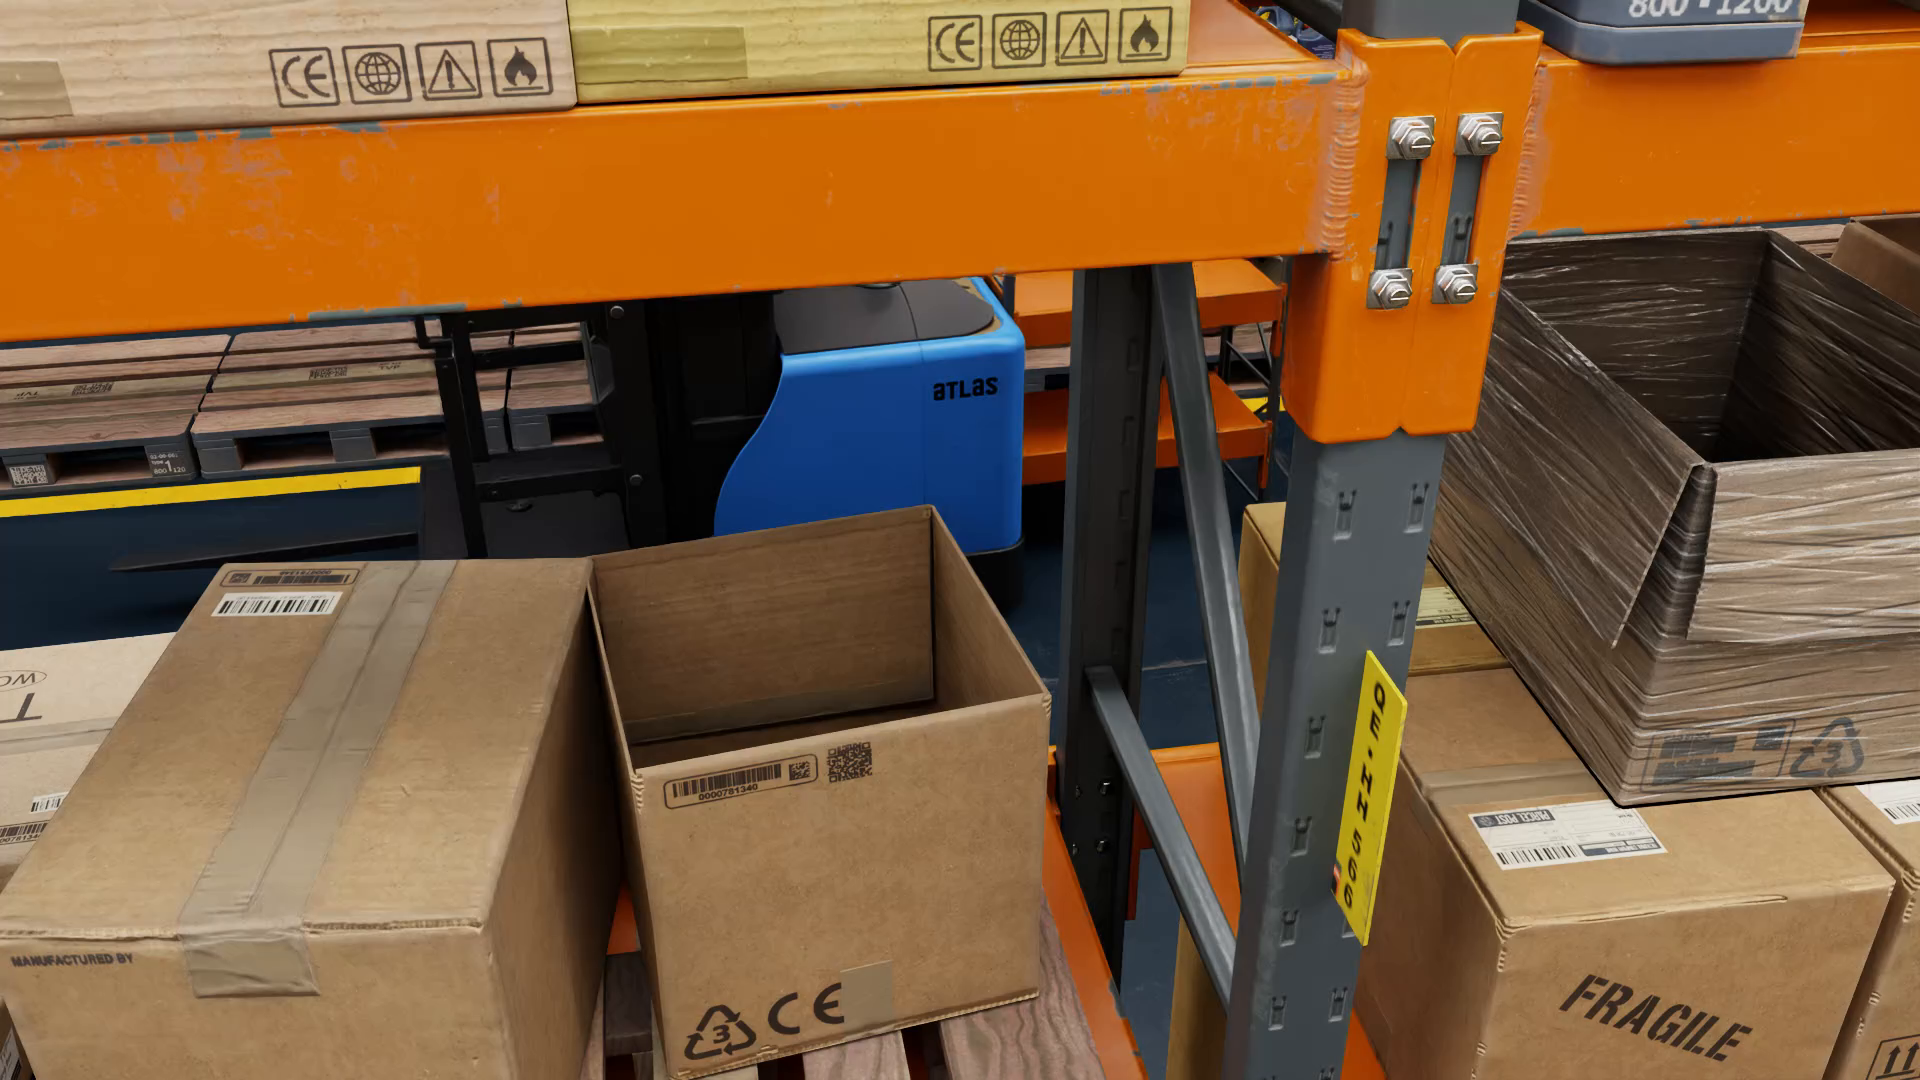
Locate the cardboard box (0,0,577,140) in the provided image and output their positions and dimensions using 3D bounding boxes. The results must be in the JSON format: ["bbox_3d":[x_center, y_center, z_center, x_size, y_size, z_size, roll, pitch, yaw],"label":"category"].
[{"bbox_3d":[-0.588,-0.540,1.397,0.500,0.250,0.500,-5,31,-9],"label":"cardboard box"}]

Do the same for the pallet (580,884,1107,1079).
[{"bbox_3d":[-0.360,0.672,2.337,1.003,0.211,1.213,-5,31,-9],"label":"pallet"}]

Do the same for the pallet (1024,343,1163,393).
[{"bbox_3d":[0.197,-0.889,7.554,1.213,0.211,1.003,-5,31,-9],"label":"pallet"}]

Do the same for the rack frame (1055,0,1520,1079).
[{"bbox_3d":[0.322,0.473,2.487,0.053,2.616,0.949,-5,31,-9],"label":"rack frame"}]

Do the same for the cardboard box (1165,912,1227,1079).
[{"bbox_3d":[1.004,1.153,3.011,0.875,0.875,1.225,-7,31,-11],"label":"cardboard box"}]

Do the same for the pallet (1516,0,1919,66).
[{"bbox_3d":[0.945,-0.826,1.922,1.003,0.211,1.213,-4,31,-7],"label":"pallet"}]

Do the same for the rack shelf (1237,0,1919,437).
[{"bbox_3d":[2.289,-0.695,2.222,4.000,0.370,1.077,-5,31,-9],"label":"rack shelf"}]

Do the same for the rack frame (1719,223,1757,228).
[{"bbox_3d":[3.364,-2.364,7.310,0.127,3.000,1.000,-5,31,-9],"label":"rack frame"}]

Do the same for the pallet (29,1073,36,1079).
[{"bbox_3d":[-1.618,0.755,2.196,1.213,0.211,1.003,-5,31,-9],"label":"pallet"}]

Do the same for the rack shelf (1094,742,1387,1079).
[{"bbox_3d":[2.289,0.598,2.983,4.000,0.370,1.077,-5,31,-9],"label":"rack shelf"}]

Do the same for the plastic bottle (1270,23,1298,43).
[{"bbox_3d":[1.278,-1.950,6.729,0.135,0.276,0.152,-5,31,-9],"label":"plastic bottle"}]

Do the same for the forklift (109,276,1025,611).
[{"bbox_3d":[-1.353,-1.033,5.115,3.031,2.935,1.130,-8,31,-13],"label":"forklift"}]

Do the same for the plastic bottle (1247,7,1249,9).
[{"bbox_3d":[1.199,-2.301,7.319,0.133,0.283,0.061,-5,31,-9],"label":"plastic bottle"}]

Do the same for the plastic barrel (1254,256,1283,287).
[{"bbox_3d":[1.558,-1.359,7.643,0.421,0.512,0.421,0,30,0],"label":"plastic barrel"}]

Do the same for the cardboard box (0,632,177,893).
[{"bbox_3d":[-1.368,0.393,2.356,0.500,0.250,0.500,-6,31,-10],"label":"cardboard box"}]

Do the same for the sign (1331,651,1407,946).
[{"bbox_3d":[0.429,0.276,1.758,0.005,0.325,0.100,-5,31,-9],"label":"sign"}]

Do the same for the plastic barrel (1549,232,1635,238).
[{"bbox_3d":[2.826,-1.599,7.666,0.708,0.901,0.600,-5,31,-9],"label":"plastic barrel"}]

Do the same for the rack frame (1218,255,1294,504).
[{"bbox_3d":[1.089,-0.651,6.248,0.032,1.125,0.500,-8,31,-13],"label":"rack frame"}]

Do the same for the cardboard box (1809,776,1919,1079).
[{"bbox_3d":[1.356,0.471,2.391,0.500,0.500,0.500,-6,31,-10],"label":"cardboard box"}]

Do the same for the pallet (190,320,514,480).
[{"bbox_3d":[-2.537,-0.635,7.122,1.213,0.211,1.003,-5,31,-9],"label":"pallet"}]

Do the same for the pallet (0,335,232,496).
[{"bbox_3d":[-3.740,-0.522,6.930,1.213,0.211,1.003,-5,31,-9],"label":"pallet"}]

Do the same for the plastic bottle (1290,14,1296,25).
[{"bbox_3d":[1.417,-2.264,7.267,0.097,0.271,0.097,0,30,0],"label":"plastic bottle"}]

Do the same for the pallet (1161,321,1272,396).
[{"bbox_3d":[1.395,-0.999,7.740,1.213,0.211,1.003,-5,31,-9],"label":"pallet"}]

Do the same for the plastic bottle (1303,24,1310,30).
[{"bbox_3d":[1.582,-2.353,7.420,0.097,0.271,0.097,0,30,0],"label":"plastic bottle"}]

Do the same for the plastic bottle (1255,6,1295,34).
[{"bbox_3d":[1.276,-2.058,6.840,0.185,0.351,0.144,-5,31,-9],"label":"plastic bottle"}]

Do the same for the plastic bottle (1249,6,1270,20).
[{"bbox_3d":[1.352,-2.354,7.343,0.185,0.351,0.144,-5,31,-9],"label":"plastic bottle"}]

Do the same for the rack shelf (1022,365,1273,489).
[{"bbox_3d":[0.598,-0.375,6.260,1.000,0.278,0.538,-8,31,-13],"label":"rack shelf"}]

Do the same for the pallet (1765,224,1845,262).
[{"bbox_3d":[4.080,-1.248,8.164,1.213,0.211,1.003,-5,31,-9],"label":"pallet"}]

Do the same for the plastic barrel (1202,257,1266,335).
[{"bbox_3d":[1.018,-1.296,7.460,0.708,0.588,0.600,-5,31,-9],"label":"plastic barrel"}]

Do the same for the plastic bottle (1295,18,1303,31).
[{"bbox_3d":[1.486,-2.344,7.405,0.097,0.271,0.097,0,30,0],"label":"plastic bottle"}]

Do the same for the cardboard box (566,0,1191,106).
[{"bbox_3d":[-0.102,-0.592,1.486,0.500,0.250,0.500,-5,31,-9],"label":"cardboard box"}]

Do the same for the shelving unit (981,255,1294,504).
[{"bbox_3d":[0.598,-0.585,6.136,1.048,1.125,0.538,-8,31,-13],"label":"shelving unit"}]

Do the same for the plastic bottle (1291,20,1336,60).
[{"bbox_3d":[1.435,-1.995,6.732,0.185,0.351,0.144,-5,31,-9],"label":"plastic bottle"}]

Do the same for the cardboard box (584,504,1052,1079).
[{"bbox_3d":[-0.202,0.316,2.240,0.500,0.500,0.500,-9,32,-15],"label":"cardboard box"}]

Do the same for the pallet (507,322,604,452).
[{"bbox_3d":[-1.340,-0.745,7.309,1.213,0.211,1.003,-5,31,-9],"label":"pallet"}]

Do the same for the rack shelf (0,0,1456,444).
[{"bbox_3d":[-1.646,-0.329,1.601,4.000,0.370,1.077,-5,31,-9],"label":"rack shelf"}]

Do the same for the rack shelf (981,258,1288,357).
[{"bbox_3d":[0.598,-0.838,5.987,1.000,0.278,0.538,-8,31,-13],"label":"rack shelf"}]

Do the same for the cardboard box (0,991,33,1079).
[{"bbox_3d":[-1.270,0.635,1.929,0.258,0.266,0.396,-6,31,-10],"label":"cardboard box"}]

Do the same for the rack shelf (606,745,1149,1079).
[{"bbox_3d":[-1.646,0.964,2.362,4.000,0.370,1.077,-5,31,-9],"label":"rack shelf"}]

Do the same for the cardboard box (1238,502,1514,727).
[{"bbox_3d":[0.762,0.259,2.751,0.500,0.500,0.500,-4,31,-7],"label":"cardboard box"}]

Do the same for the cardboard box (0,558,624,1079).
[{"bbox_3d":[-0.733,0.417,2.069,0.500,0.500,0.700,-1,30,-2],"label":"cardboard box"}]

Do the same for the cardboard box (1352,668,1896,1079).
[{"bbox_3d":[0.849,0.519,2.309,0.500,0.500,0.500,-4,31,-7],"label":"cardboard box"}]

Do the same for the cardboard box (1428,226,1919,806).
[{"bbox_3d":[1.044,-0.063,2.310,0.637,0.503,0.797,-4,31,-7],"label":"cardboard box"}]

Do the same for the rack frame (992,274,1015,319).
[{"bbox_3d":[0.107,-0.519,6.023,0.032,1.125,0.500,-8,31,-13],"label":"rack frame"}]

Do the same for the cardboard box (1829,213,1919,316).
[{"bbox_3d":[1.685,-0.121,2.409,0.637,0.503,0.797,-5,31,-8],"label":"cardboard box"}]
